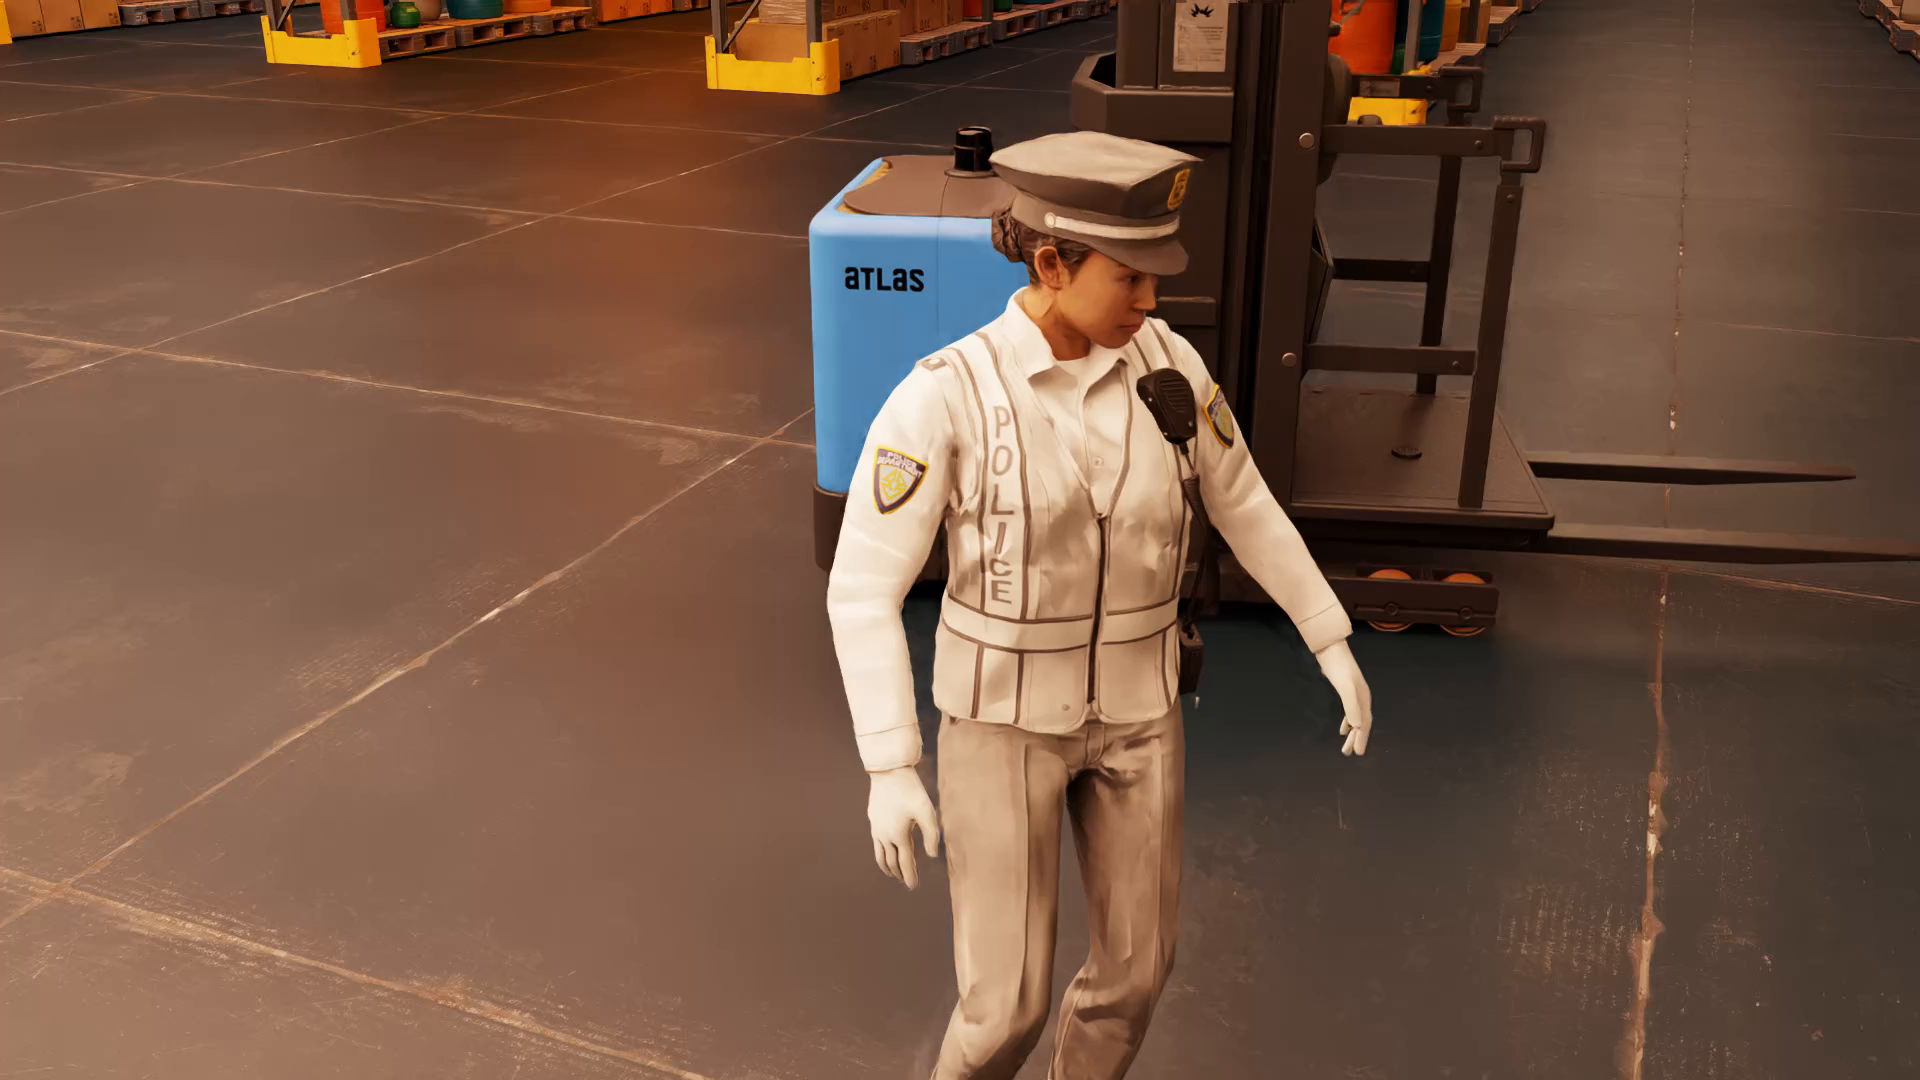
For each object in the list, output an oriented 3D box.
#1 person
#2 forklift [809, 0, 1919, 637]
[{"bbox_3d":[0.197,0.285,2.316,0.754,1.660,0.440,-6,24,-15],"label":"person"},{"bbox_3d":[1.145,-1.312,4.431,3.031,2.935,1.130,3,23,7],"label":"forklift"}]
